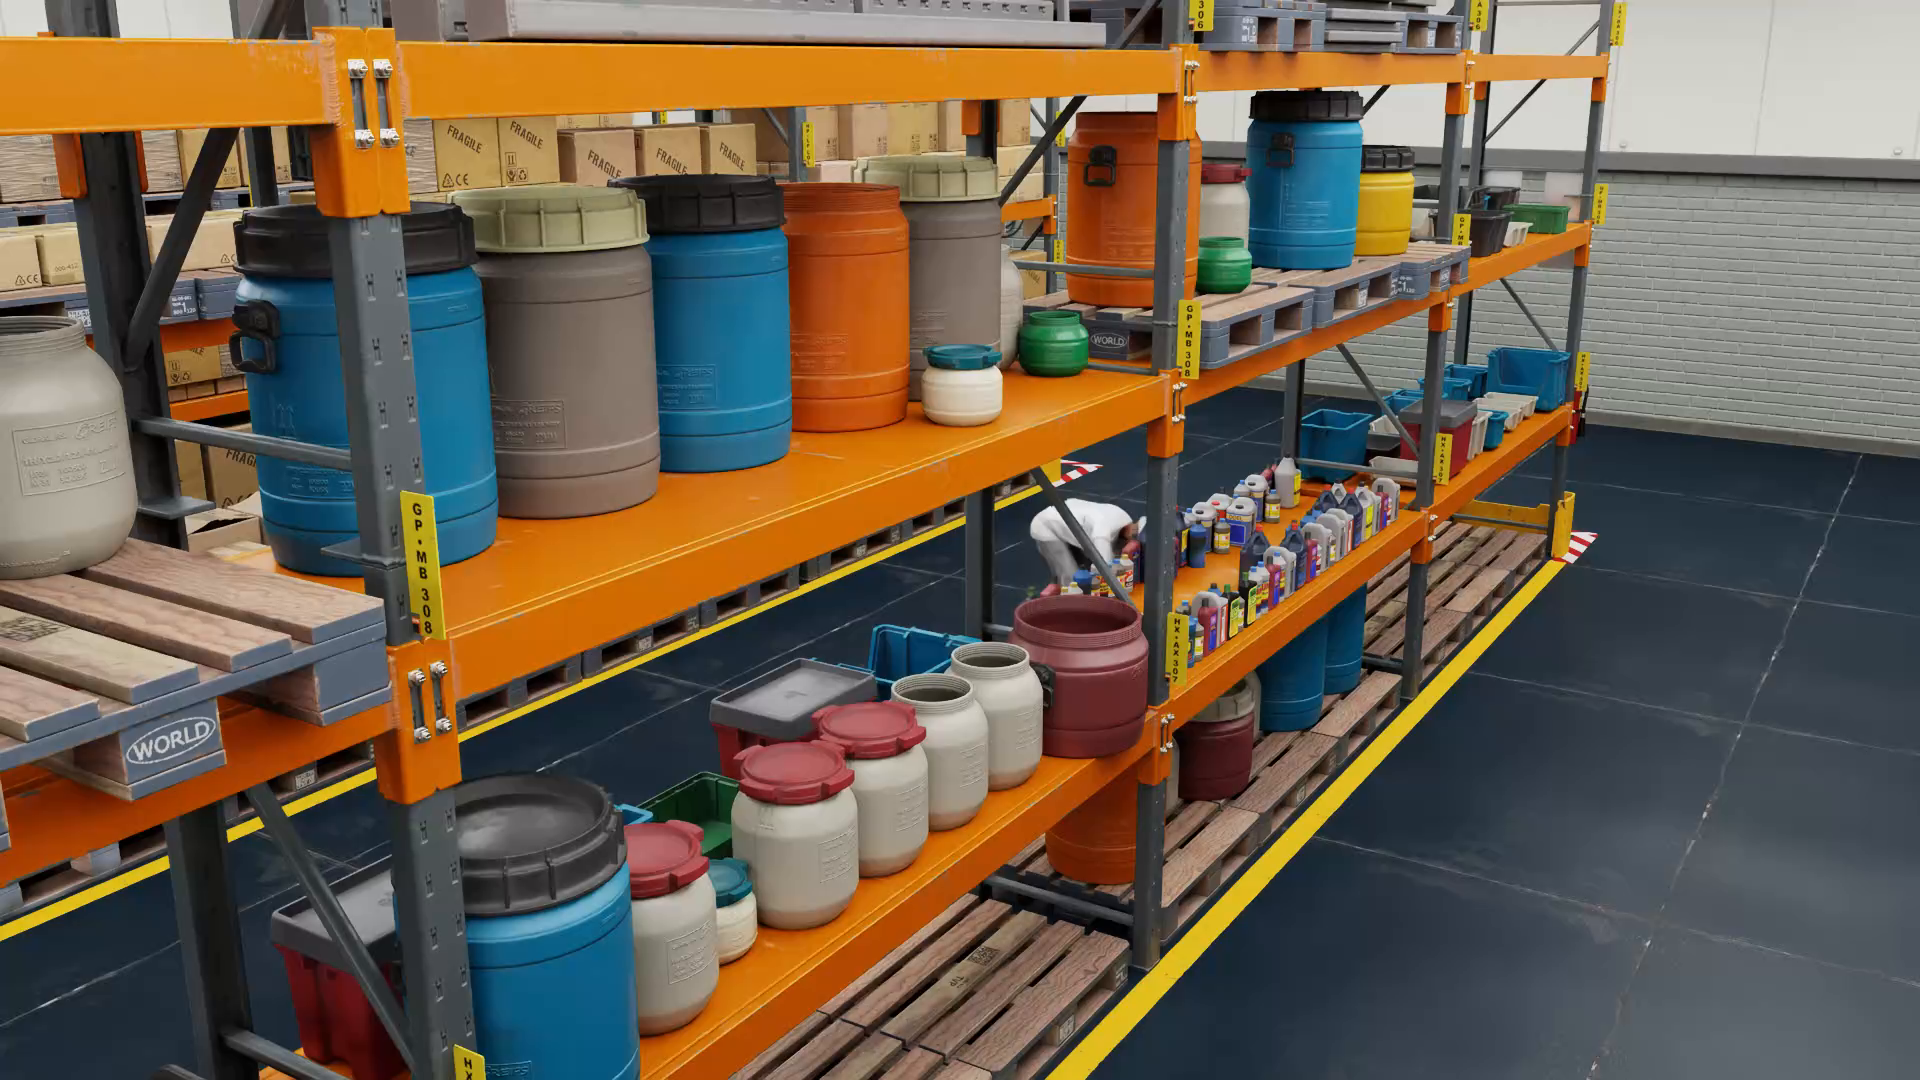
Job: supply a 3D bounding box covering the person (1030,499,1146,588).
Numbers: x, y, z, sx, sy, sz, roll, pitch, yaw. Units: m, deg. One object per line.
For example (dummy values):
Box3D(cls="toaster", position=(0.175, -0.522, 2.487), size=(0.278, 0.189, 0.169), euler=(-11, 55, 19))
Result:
Box3D(cls="person", position=(0.981, 0.265, 11.809), size=(0.982, 1.076, 0.482), euler=(9, 18, 28))
